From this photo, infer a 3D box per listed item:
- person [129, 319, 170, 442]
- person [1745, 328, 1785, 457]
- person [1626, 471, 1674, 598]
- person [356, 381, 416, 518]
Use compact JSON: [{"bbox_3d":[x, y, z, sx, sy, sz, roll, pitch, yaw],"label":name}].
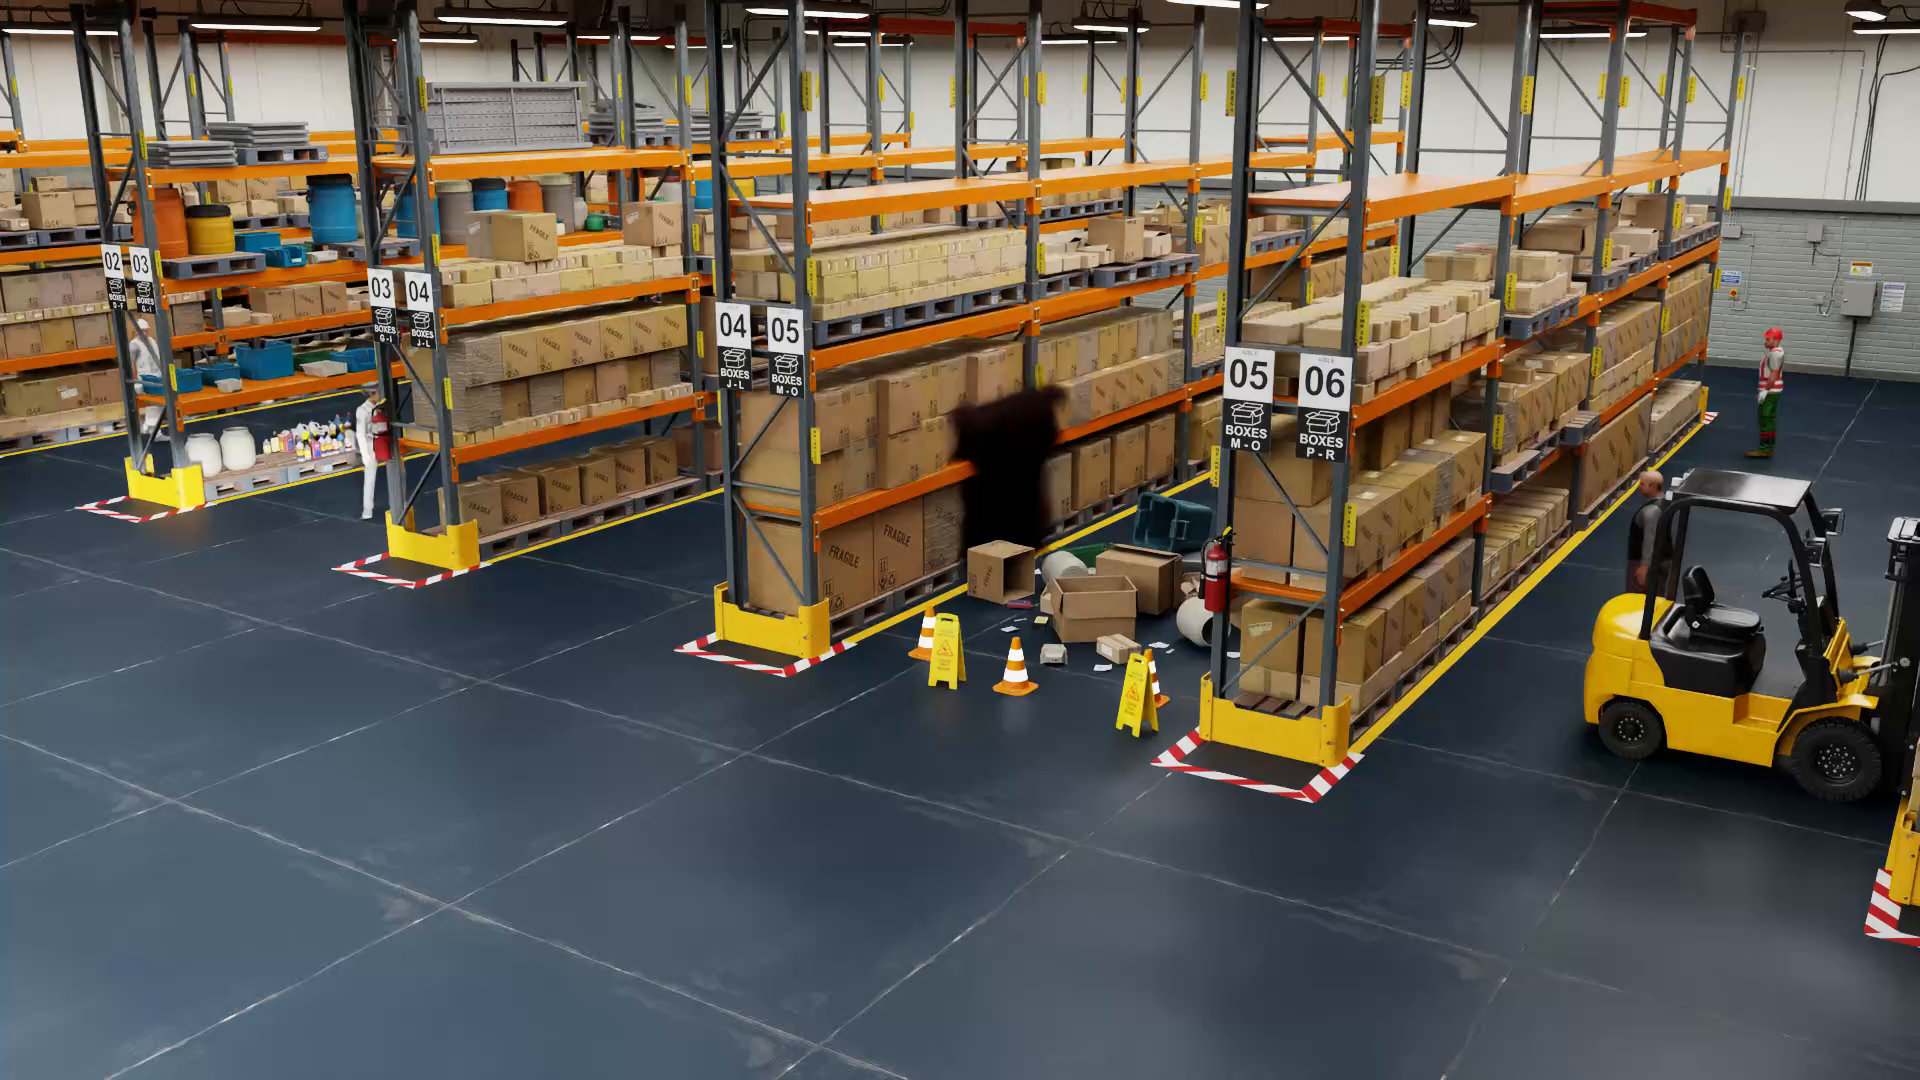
[{"bbox_3d":[-11.811,-2.334,24.262,0.475,1.796,0.537,-1,16,-4],"label":"person"},{"bbox_3d":[11.308,-2.066,23.262,0.358,1.790,0.564,10,18,32],"label":"person"},{"bbox_3d":[6.354,0.207,15.287,0.551,1.726,0.418,-8,17,-26],"label":"person"},{"bbox_3d":[-7.004,-1.093,20.100,0.601,1.704,0.421,-14,21,-41],"label":"person"}]
